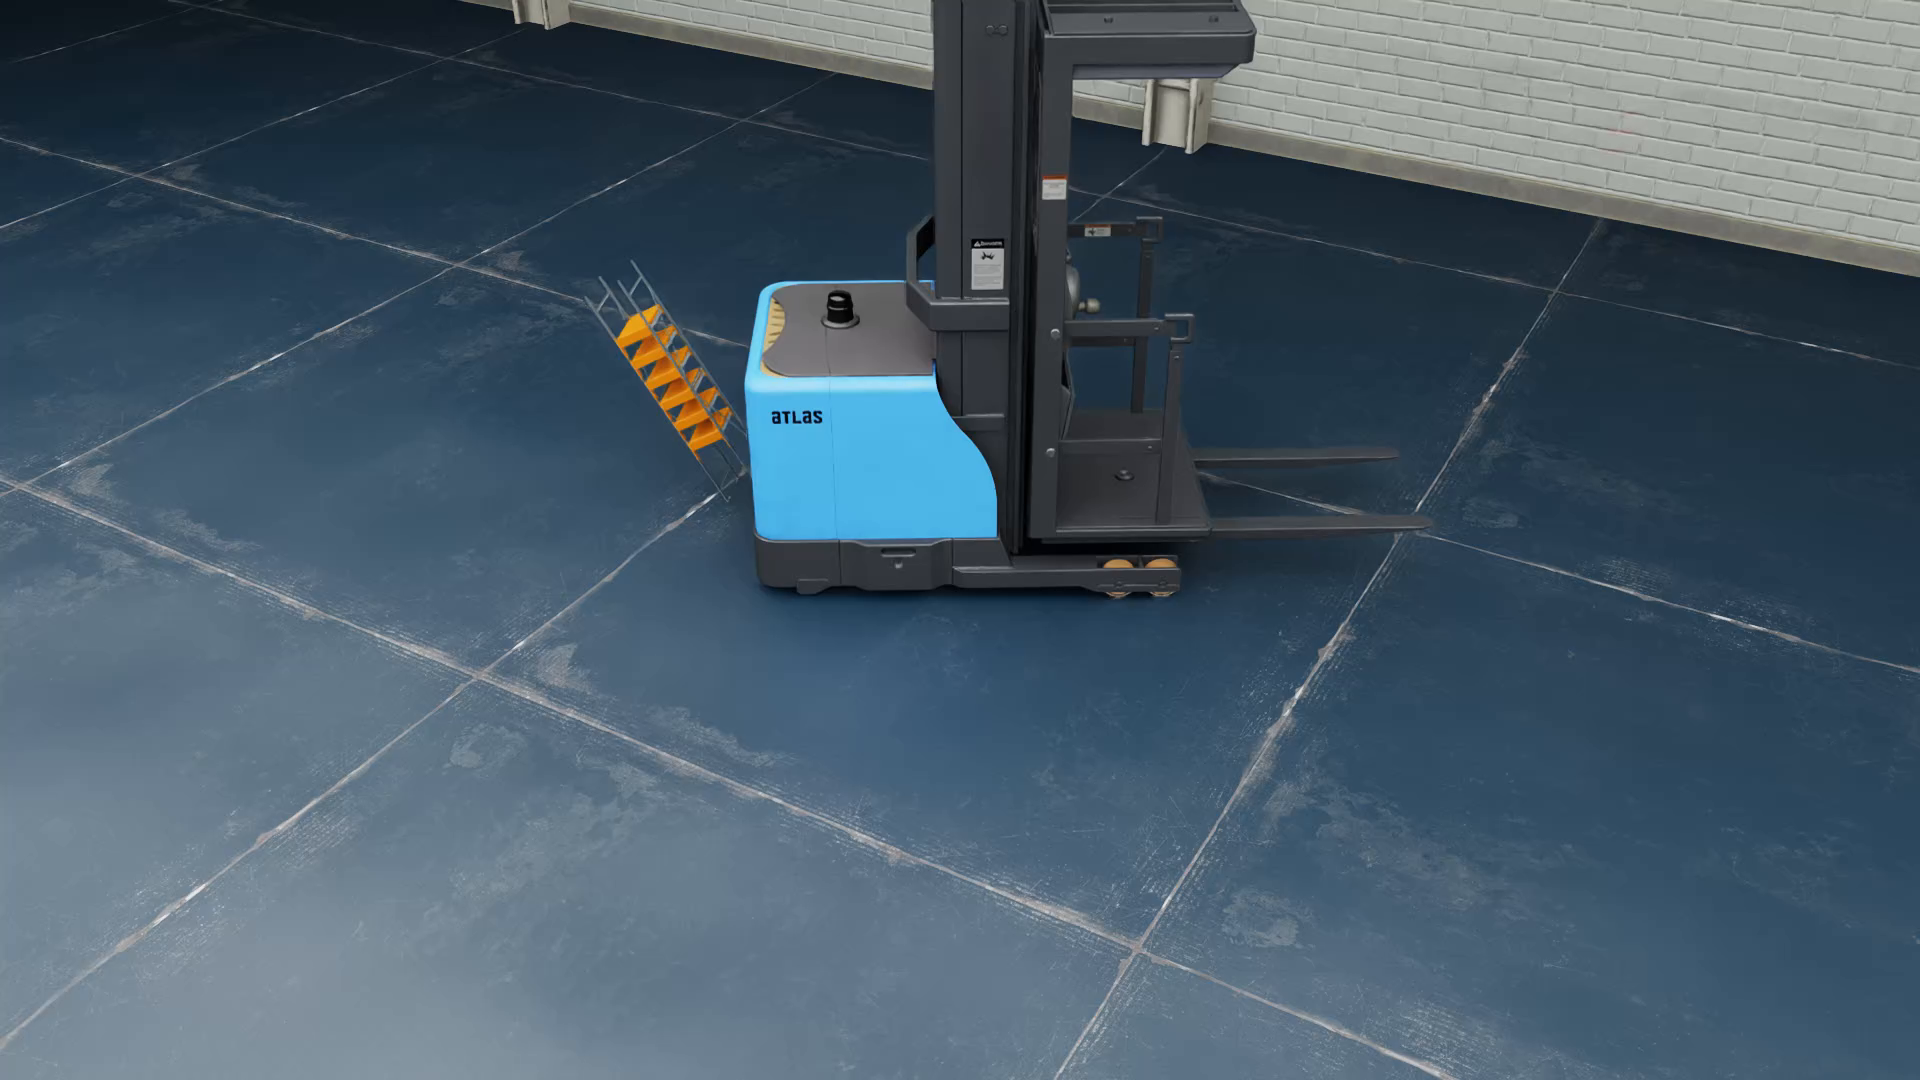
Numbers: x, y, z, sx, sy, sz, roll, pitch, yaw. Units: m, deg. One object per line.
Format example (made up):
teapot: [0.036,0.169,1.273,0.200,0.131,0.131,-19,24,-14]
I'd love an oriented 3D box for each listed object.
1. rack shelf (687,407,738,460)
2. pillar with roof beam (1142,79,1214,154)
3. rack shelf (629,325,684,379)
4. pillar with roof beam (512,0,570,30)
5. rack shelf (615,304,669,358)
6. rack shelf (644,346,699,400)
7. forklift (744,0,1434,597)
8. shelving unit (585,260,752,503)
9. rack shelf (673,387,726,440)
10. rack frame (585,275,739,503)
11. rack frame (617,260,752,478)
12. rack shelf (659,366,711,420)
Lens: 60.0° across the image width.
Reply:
rack shelf: [-1.174,-0.515,7.940,0.180,0.103,0.258,-22,28,20]
pillar with roof beam: [-0.572,-4.564,6.485,0.400,9.000,9.100,18,37,24]
rack shelf: [-1.403,-0.880,7.727,0.180,0.103,0.258,-22,28,20]
pillar with roof beam: [-5.782,-6.214,8.963,0.400,9.000,9.100,18,37,24]
rack shelf: [-1.460,-0.971,7.674,0.180,0.103,0.258,-22,28,20]
rack shelf: [-1.345,-0.788,7.780,0.180,0.103,0.258,-22,28,20]
forklift: [0.600,-1.262,7.001,3.031,2.935,1.130,-1,34,-1]
shelving unit: [-1.309,-0.731,7.814,0.189,1.200,0.258,-22,28,20]
rack shelf: [-1.231,-0.606,7.887,0.180,0.103,0.258,-22,28,20]
rack frame: [-1.389,-0.699,7.845,0.006,1.200,0.240,-22,28,20]
rack frame: [-1.230,-0.763,7.782,0.006,1.200,0.240,-22,28,20]
rack shelf: [-1.288,-0.697,7.833,0.180,0.103,0.258,-22,28,20]
